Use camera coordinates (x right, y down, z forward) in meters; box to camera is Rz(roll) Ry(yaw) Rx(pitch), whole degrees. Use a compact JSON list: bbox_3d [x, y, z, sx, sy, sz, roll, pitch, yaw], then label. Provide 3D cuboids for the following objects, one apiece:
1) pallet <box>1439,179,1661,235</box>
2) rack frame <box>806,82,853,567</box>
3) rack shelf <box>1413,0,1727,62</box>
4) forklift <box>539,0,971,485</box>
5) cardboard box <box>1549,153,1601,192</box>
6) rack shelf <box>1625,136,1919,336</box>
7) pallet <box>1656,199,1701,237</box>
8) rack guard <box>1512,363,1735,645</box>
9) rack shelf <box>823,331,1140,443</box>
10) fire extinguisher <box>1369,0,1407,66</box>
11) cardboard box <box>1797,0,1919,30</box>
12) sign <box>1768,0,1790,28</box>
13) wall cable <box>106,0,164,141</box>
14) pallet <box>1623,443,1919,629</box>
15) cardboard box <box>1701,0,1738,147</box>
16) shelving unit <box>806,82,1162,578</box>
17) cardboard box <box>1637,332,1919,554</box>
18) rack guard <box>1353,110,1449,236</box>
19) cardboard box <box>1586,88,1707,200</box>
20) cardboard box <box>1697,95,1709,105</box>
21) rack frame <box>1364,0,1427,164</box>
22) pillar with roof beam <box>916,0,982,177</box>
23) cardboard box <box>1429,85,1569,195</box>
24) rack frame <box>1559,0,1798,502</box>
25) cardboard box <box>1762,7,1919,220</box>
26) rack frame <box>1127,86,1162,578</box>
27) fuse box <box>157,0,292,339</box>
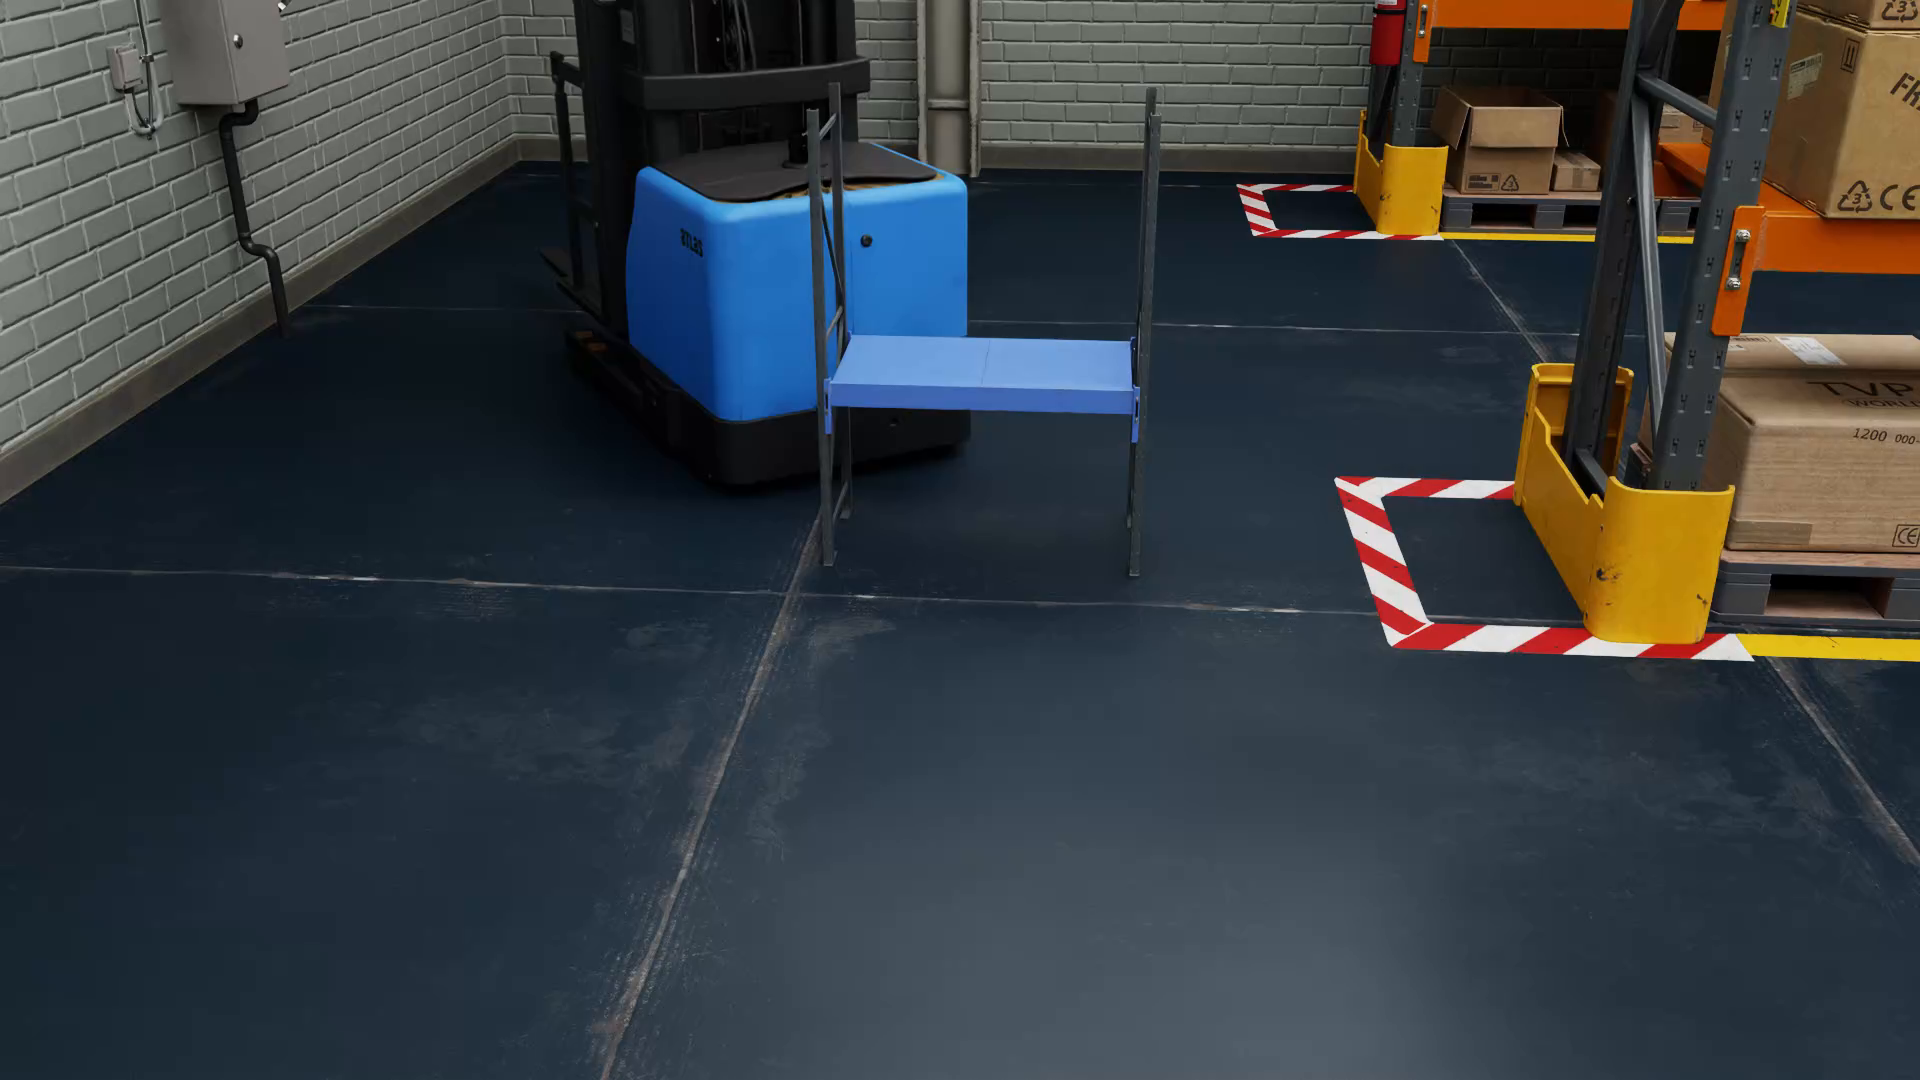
[{"bbox_3d":[3.421,-2.064,9.983,1.213,0.211,1.003,2,25,4],"label":"pallet"},{"bbox_3d":[-0.422,-0.695,5.466,0.032,1.500,0.500,2,25,4],"label":"rack frame"},{"bbox_3d":[4.545,-2.968,9.471,4.000,0.370,1.077,2,25,4],"label":"rack shelf"},{"bbox_3d":[-1.104,-2.109,6.828,1.130,2.935,3.031,-13,28,-26],"label":"forklift"},{"bbox_3d":[3.574,-2.165,9.775,0.250,0.149,0.380,1,25,2],"label":"cardboard box"},{"bbox_3d":[4.168,-0.899,4.975,4.000,0.370,1.077,2,25,4],"label":"rack shelf"},{"bbox_3d":[4.634,-2.024,9.896,1.213,0.211,1.003,2,25,4],"label":"pallet"},{"bbox_3d":[2.150,-0.155,5.488,0.348,0.500,1.175,2,25,4],"label":"rack guard"},{"bbox_3d":[0.085,-0.515,5.506,1.000,0.185,0.538,2,25,4],"label":"rack shelf"},{"bbox_3d":[2.368,-2.966,9.146,0.183,0.674,0.296,2,25,4],"label":"fire extinguisher"},{"bbox_3d":[2.631,-1.655,4.442,0.500,0.500,0.500,1,25,3],"label":"cardboard box"},{"bbox_3d":[2.126,-1.488,4.264,0.005,0.325,0.100,2,25,4],"label":"sign"},{"bbox_3d":[-3.353,-2.513,6.408,0.122,1.984,0.588,2,25,4],"label":"wall cable"},{"bbox_3d":[2.977,-0.030,5.562,1.213,0.211,1.003,2,25,4],"label":"pallet"},{"bbox_3d":[2.675,-1.430,5.149,0.500,0.500,0.500,2,25,4],"label":"cardboard box"},{"bbox_3d":[0.085,-0.679,5.431,1.048,1.500,0.538,2,25,4],"label":"shelving unit"},{"bbox_3d":[2.840,-0.337,5.456,0.875,0.438,0.875,1,25,2],"label":"cardboard box"},{"bbox_3d":[2.626,-2.220,9.977,0.348,0.500,1.175,2,25,4],"label":"rack guard"},{"bbox_3d":[4.002,-2.311,9.672,0.500,0.500,0.700,3,25,6],"label":"cardboard box"},{"bbox_3d":[4.522,-2.252,9.544,0.500,0.500,0.500,2,25,5],"label":"cardboard box"},{"bbox_3d":[2.550,-3.358,9.460,0.127,3.000,1.000,2,25,4],"label":"rack frame"},{"bbox_3d":[-0.398,-4.751,5.311,0.400,9.000,9.100,2,25,4],"label":"pillar with roof beam"},{"bbox_3d":[3.153,-2.356,9.766,0.637,0.503,0.797,1,25,2],"label":"cardboard box"},{"bbox_3d":[2.174,-1.289,4.964,0.127,3.000,1.000,2,25,4],"label":"rack frame"},{"bbox_3d":[2.631,-1.200,4.649,0.500,0.500,0.500,2,25,4],"label":"cardboard box"},{"bbox_3d":[0.592,-0.662,5.395,0.032,1.500,0.500,2,25,4],"label":"rack frame"},{"bbox_3d":[-3.144,-1.746,7.497,0.414,1.711,0.539,2,25,4],"label":"fuse box"}]
